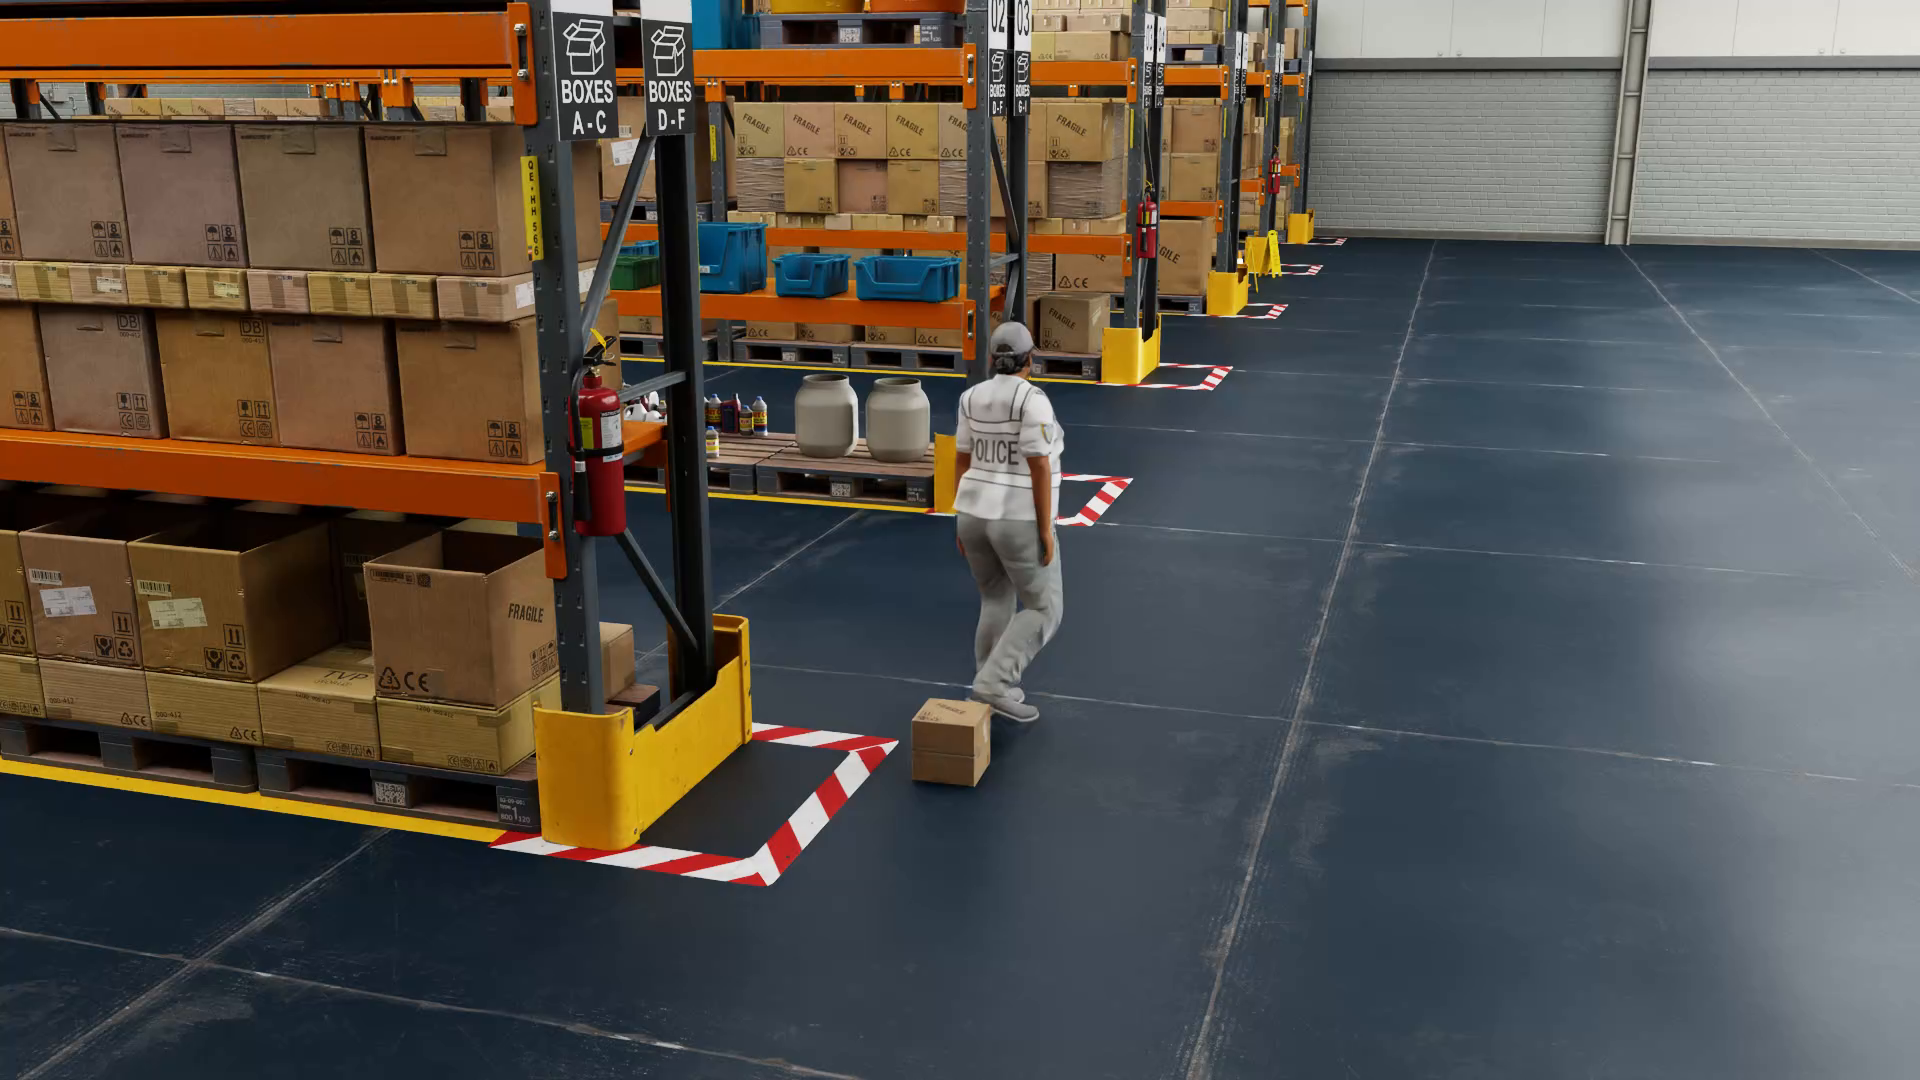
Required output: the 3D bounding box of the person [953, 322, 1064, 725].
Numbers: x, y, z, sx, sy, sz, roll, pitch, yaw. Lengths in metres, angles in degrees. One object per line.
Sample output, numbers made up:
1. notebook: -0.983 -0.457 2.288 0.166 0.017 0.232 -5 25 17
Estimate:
1. person: 0.176 -0.052 6.831 0.554 1.652 0.588 13 20 41
